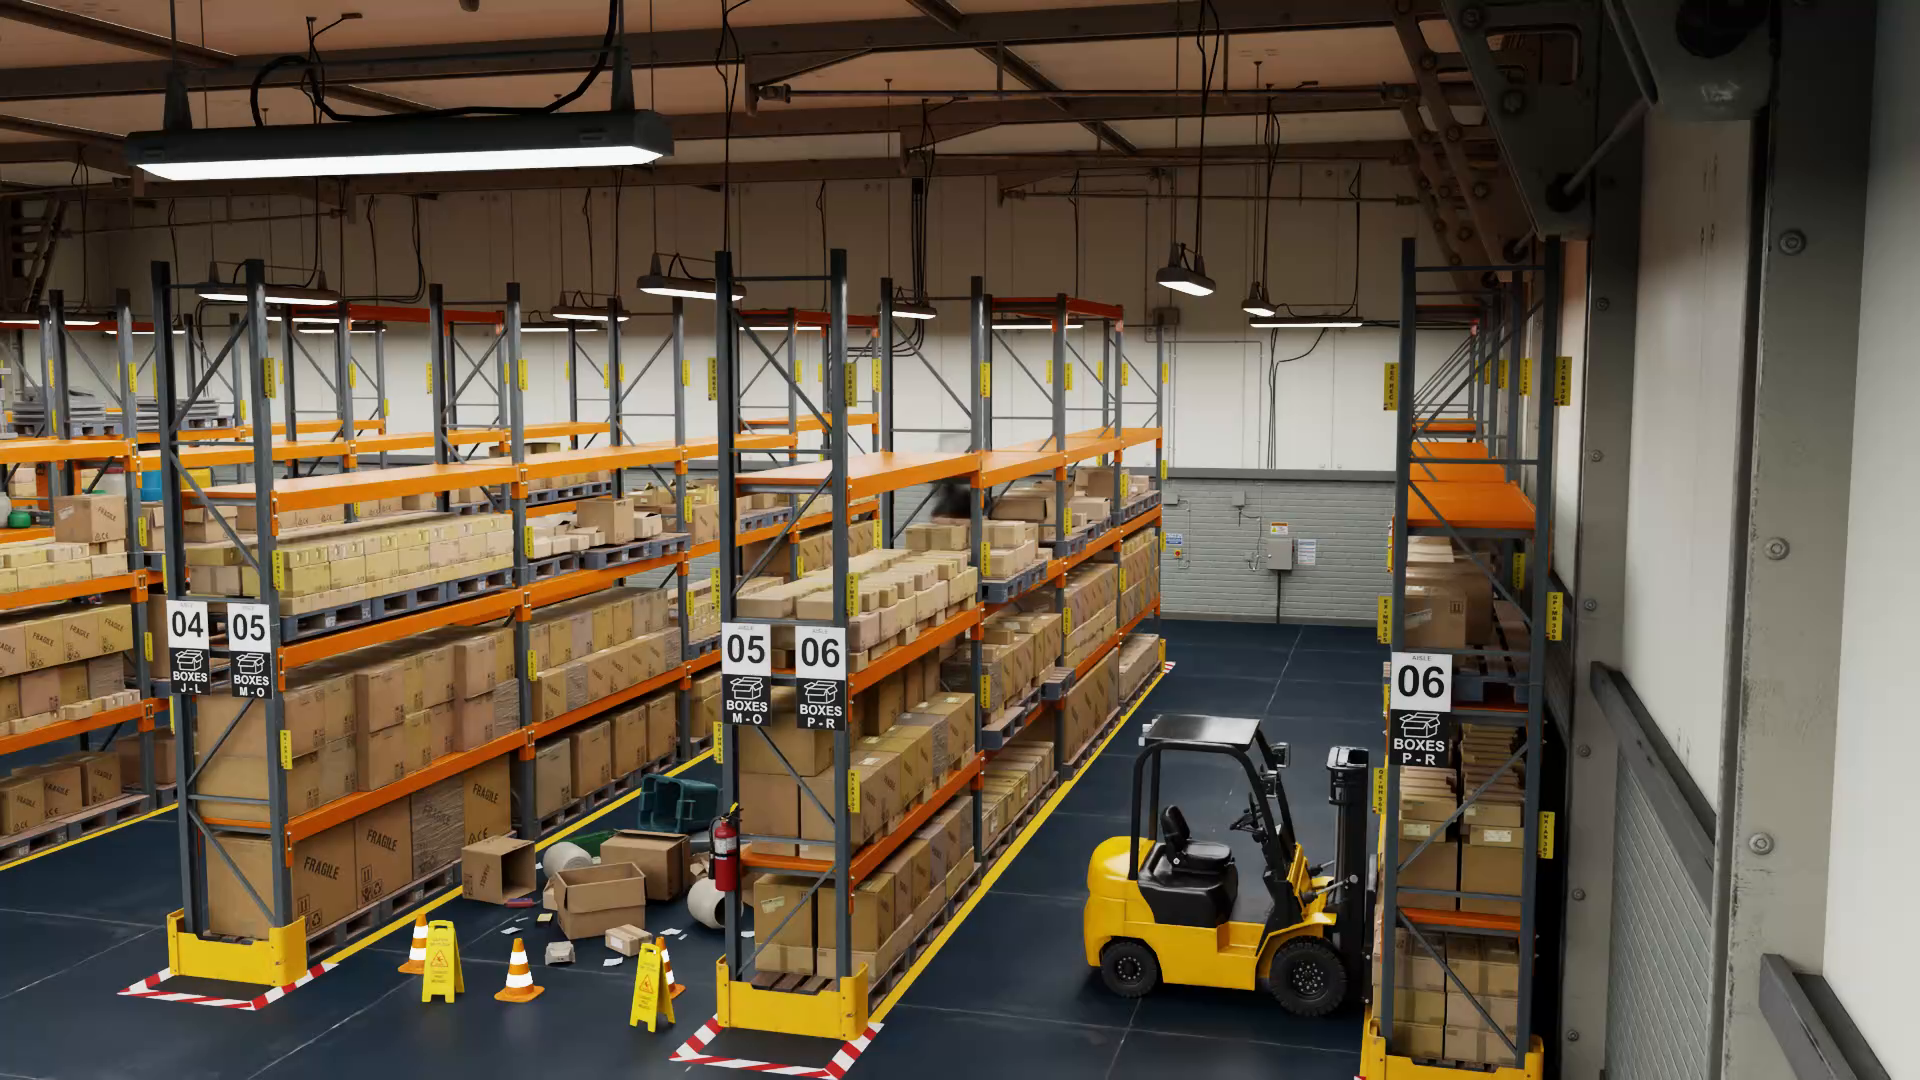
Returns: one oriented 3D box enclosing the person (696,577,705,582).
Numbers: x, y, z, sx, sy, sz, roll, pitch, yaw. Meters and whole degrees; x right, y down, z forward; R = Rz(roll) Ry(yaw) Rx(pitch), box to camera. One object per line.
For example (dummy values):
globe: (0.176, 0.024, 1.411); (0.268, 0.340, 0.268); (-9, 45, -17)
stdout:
person: (-4.296, 1.431, 27.660); (0.538, 1.658, 0.756); (2, 6, 17)
